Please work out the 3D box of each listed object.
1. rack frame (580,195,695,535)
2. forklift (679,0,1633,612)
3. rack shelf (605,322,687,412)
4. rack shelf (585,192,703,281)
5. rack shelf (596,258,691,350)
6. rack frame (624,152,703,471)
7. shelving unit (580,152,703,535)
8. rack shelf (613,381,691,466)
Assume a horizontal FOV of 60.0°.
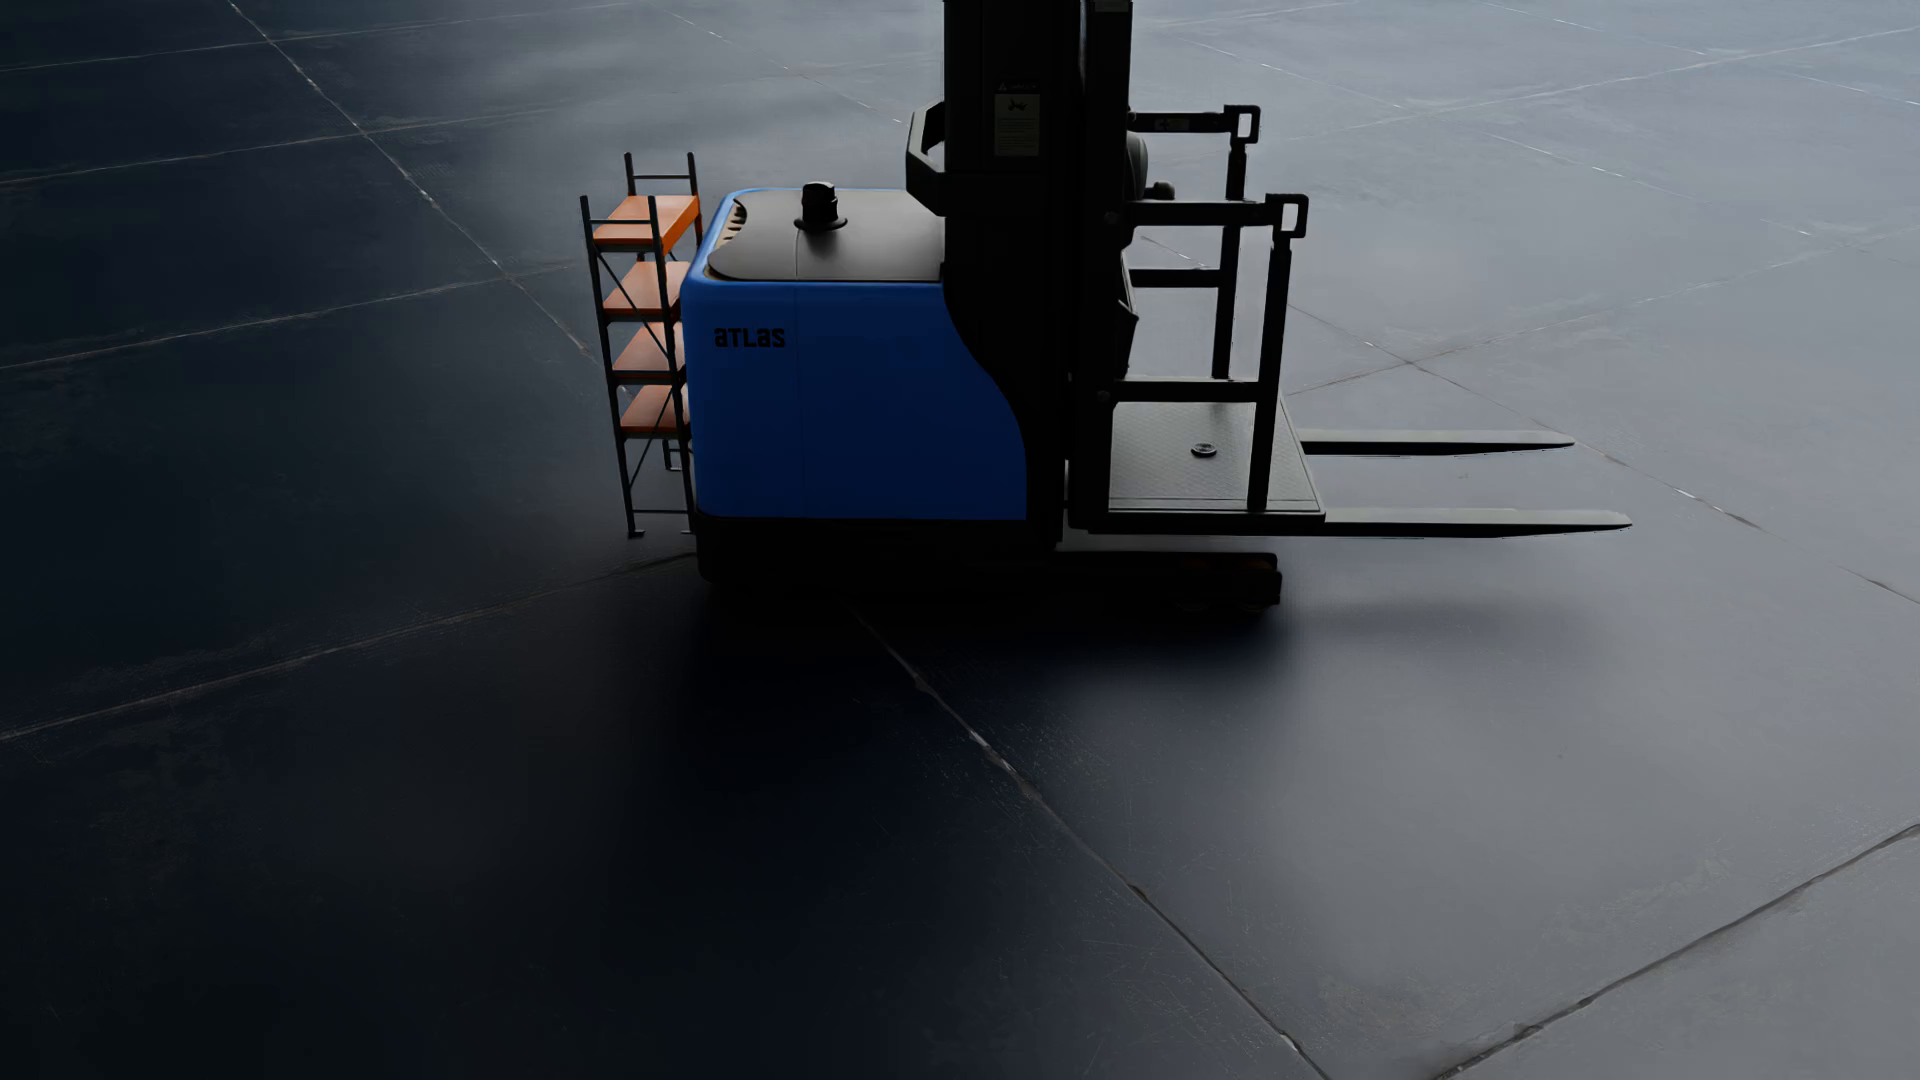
[{"bbox_3d":[-1.053,-0.551,5.498,0.240,1.200,0.015,1,29,6],"label":"rack frame"},{"bbox_3d":[0.671,-1.314,5.097,3.031,2.935,1.130,1,29,1],"label":"forklift"},{"bbox_3d":[-1.025,-0.609,5.742,0.258,0.148,0.480,1,29,6],"label":"rack shelf"},{"bbox_3d":[-1.040,-1.013,5.522,0.258,0.148,0.480,1,29,6],"label":"rack shelf"},{"bbox_3d":[-1.032,-0.806,5.635,0.258,0.148,0.480,1,29,6],"label":"rack shelf"},{"bbox_3d":[-1.000,-0.786,5.922,0.240,1.200,0.015,1,29,6],"label":"rack frame"},{"bbox_3d":[-1.027,-0.668,5.710,0.258,1.200,0.503,1,29,6],"label":"shelving unit"},{"bbox_3d":[-1.018,-0.435,5.837,0.258,0.148,0.480,1,29,6],"label":"rack shelf"}]
